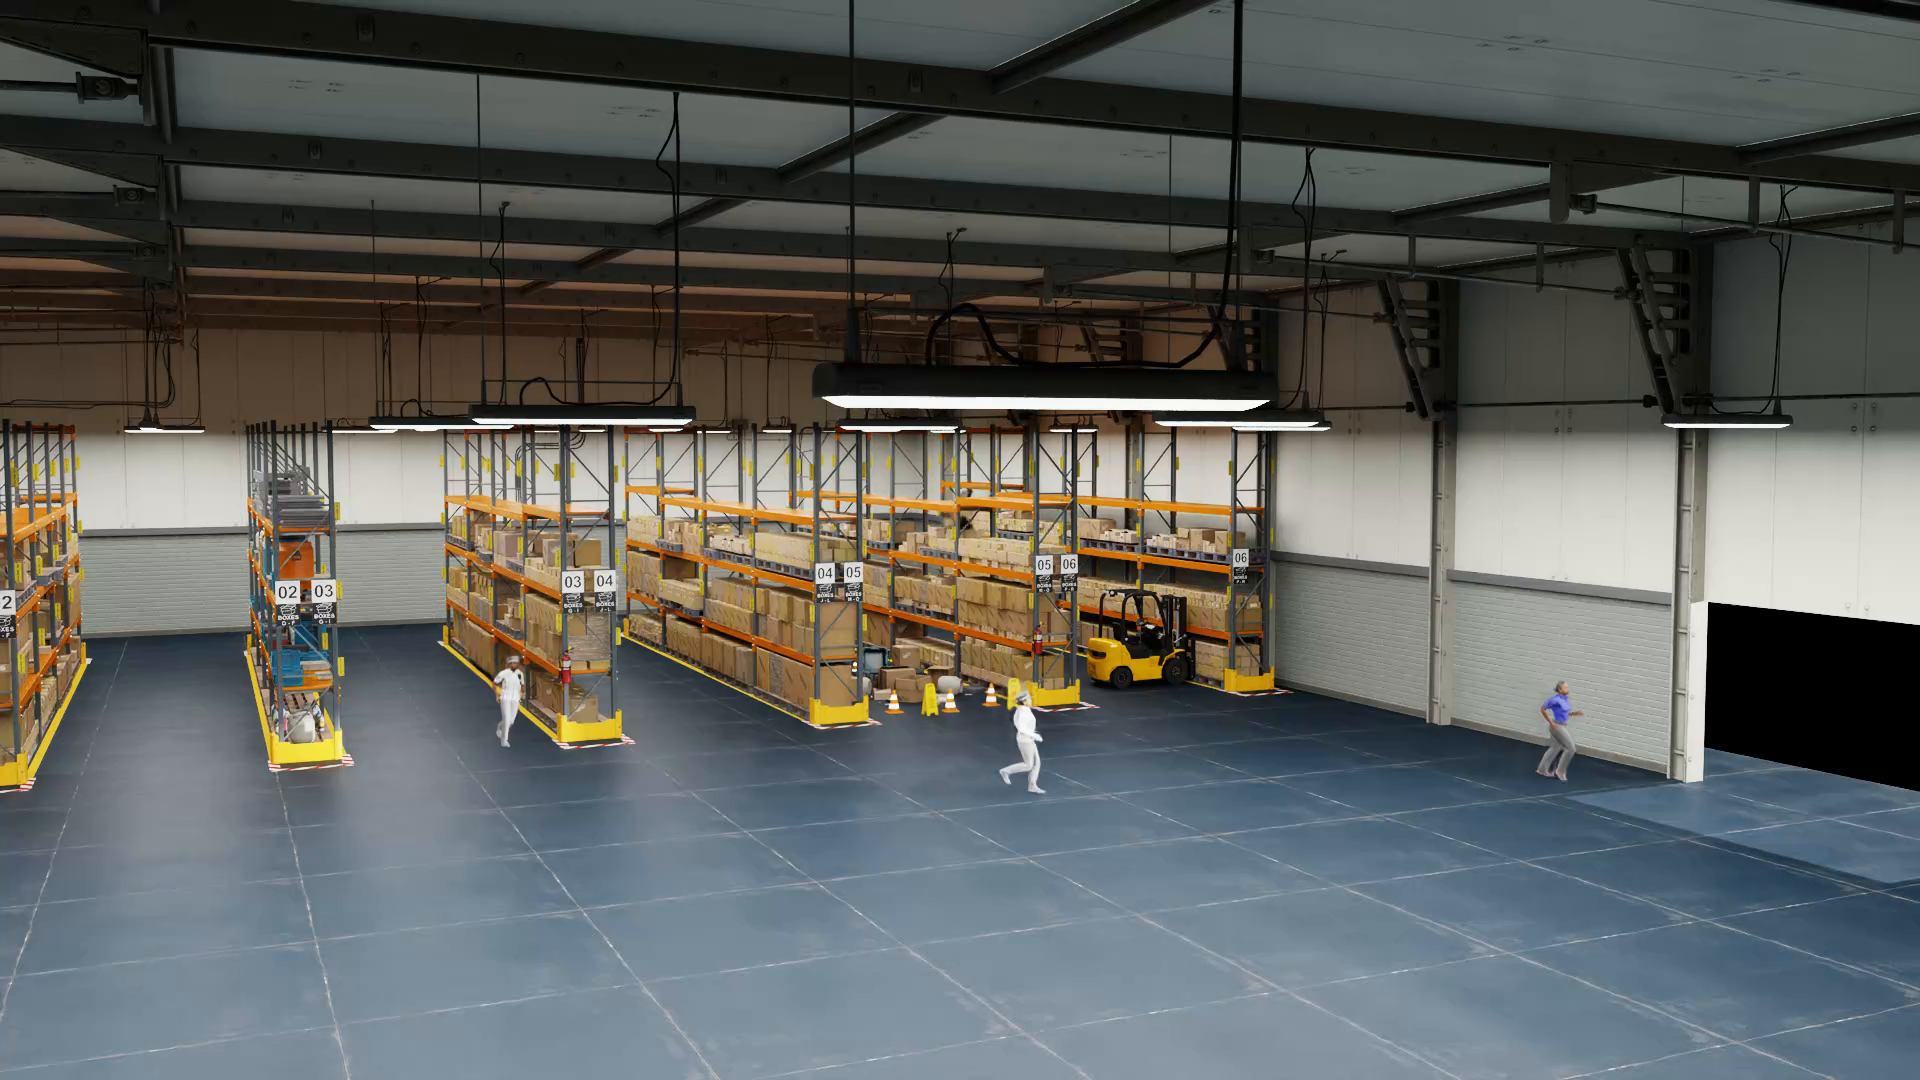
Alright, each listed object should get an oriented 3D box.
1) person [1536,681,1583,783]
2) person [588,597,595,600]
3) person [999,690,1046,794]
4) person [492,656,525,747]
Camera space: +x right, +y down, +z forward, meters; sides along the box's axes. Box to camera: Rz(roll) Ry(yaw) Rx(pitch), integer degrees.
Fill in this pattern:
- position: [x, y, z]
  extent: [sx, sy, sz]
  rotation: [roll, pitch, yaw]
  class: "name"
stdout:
- position: [9.972, 3.190, 27.644]
  extent: [0.725, 1.708, 0.526]
  rotation: [2, 4, 34]
  class: "person"
- position: [-10.730, 1.920, 47.339]
  extent: [0.767, 1.729, 0.870]
  rotation: [1, 4, 8]
  class: "person"
- position: [1.001, 3.239, 26.654]
  extent: [0.747, 1.676, 0.617]
  rotation: [0, 4, 1]
  class: "person"
- position: [-8.399, 2.982, 30.994]
  extent: [0.614, 1.670, 0.712]
  rotation: [-3, 4, -37]
  class: "person"
